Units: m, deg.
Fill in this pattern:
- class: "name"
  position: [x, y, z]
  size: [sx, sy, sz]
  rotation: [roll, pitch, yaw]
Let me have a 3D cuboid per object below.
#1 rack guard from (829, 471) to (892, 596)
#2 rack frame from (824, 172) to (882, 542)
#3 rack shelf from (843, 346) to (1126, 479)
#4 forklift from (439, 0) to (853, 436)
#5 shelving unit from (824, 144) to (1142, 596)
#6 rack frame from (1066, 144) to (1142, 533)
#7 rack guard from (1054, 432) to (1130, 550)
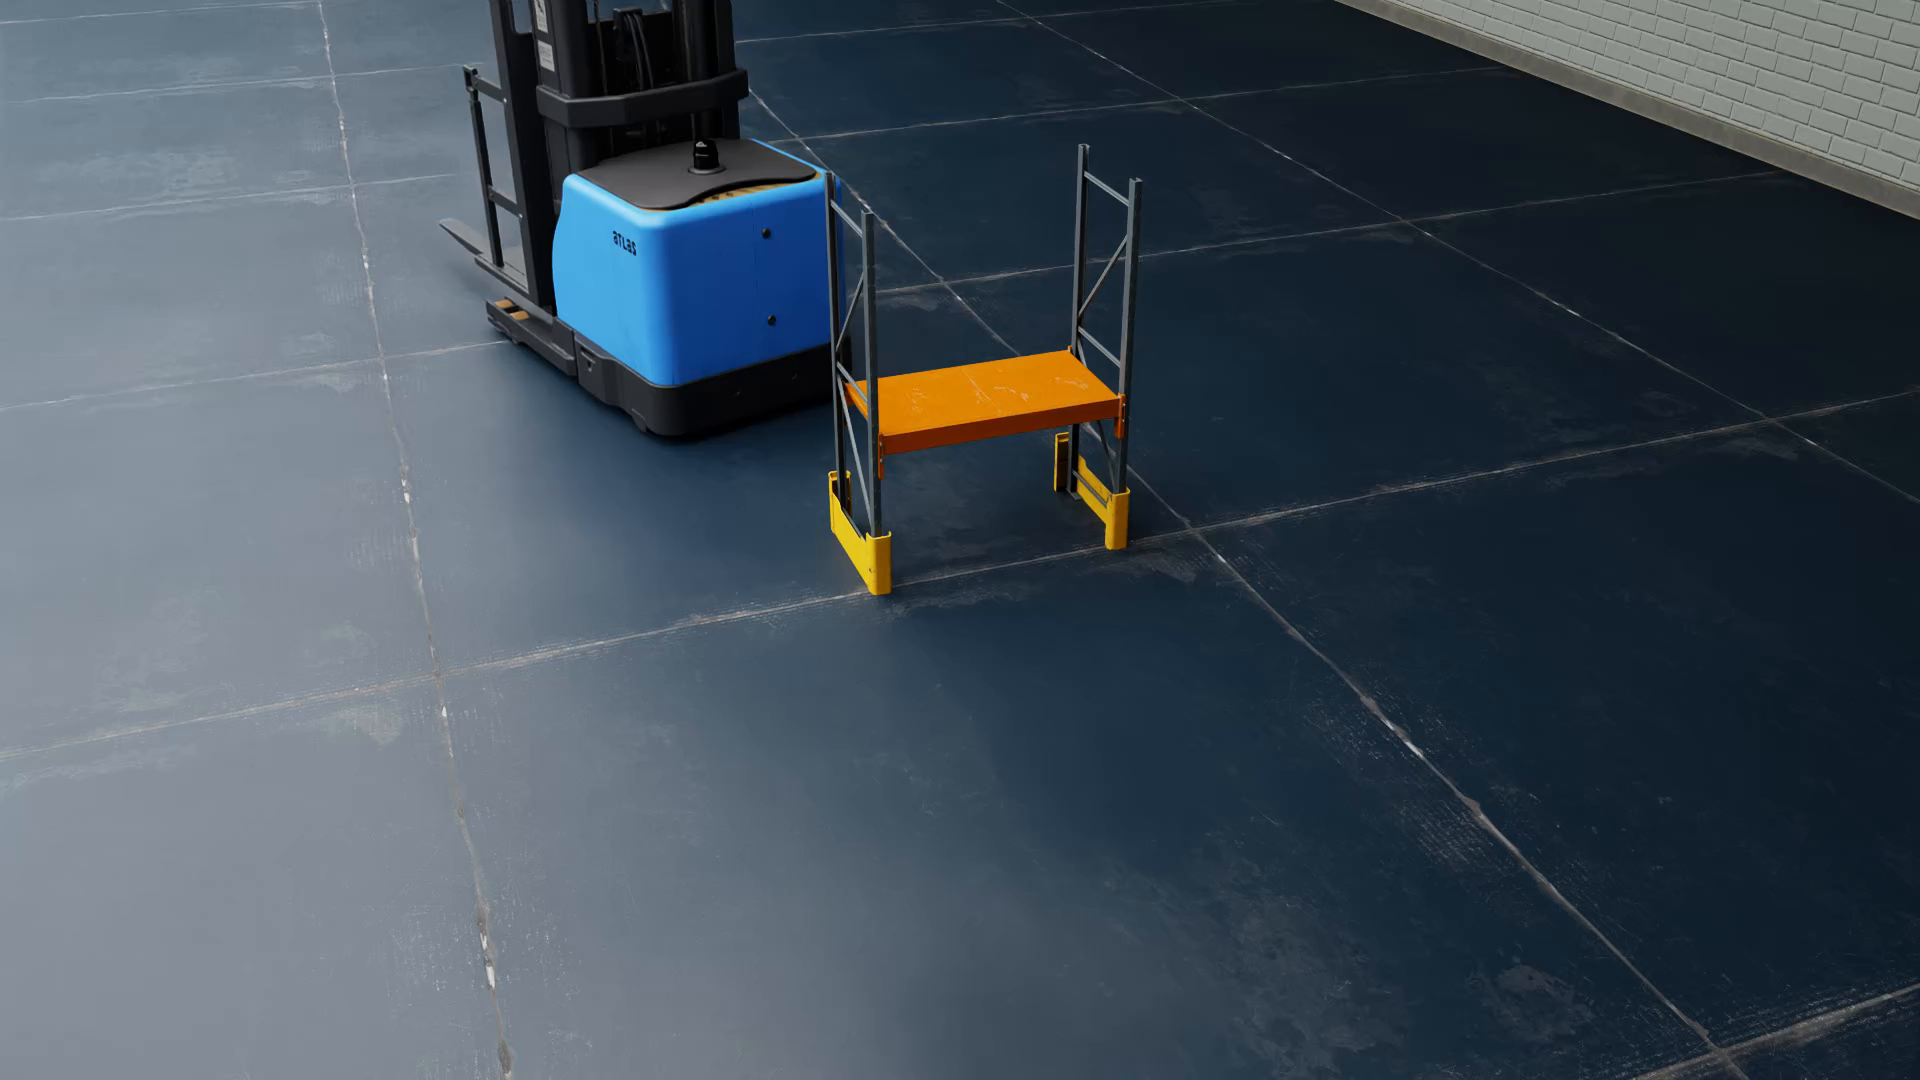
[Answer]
- class: "rack guard"
  position: [-0.395, -0.036, 6.560]
  size: [0.087, 0.250, 0.587]
  rotation: [-10, 31, -18]
- class: "rack frame"
  position: [-0.396, -0.579, 6.251]
  size: [0.032, 1.500, 0.500]
  rotation: [-10, 31, -18]
- class: "rack shelf"
  position: [0.080, -0.510, 6.494]
  size: [1.000, 0.185, 0.538]
  rotation: [-10, 31, -18]
- class: "forklift"
  position: [-1.801, -2.407, 8.015]
  size: [1.130, 2.935, 3.031]
  rotation: [-20, 36, -32]
- class: "shelving unit"
  position: [0.071, -0.665, 6.402]
  size: [1.083, 1.500, 0.587]
  rotation: [-10, 31, -18]
- class: "rack frame"
  position: [0.556, -0.754, 6.559]
  size: [0.032, 1.500, 0.500]
  rotation: [-10, 31, -18]
- class: "rack guard"
  position: [0.538, -0.208, 6.862]
  size: [0.087, 0.250, 0.587]
  rotation: [-10, 31, -18]
